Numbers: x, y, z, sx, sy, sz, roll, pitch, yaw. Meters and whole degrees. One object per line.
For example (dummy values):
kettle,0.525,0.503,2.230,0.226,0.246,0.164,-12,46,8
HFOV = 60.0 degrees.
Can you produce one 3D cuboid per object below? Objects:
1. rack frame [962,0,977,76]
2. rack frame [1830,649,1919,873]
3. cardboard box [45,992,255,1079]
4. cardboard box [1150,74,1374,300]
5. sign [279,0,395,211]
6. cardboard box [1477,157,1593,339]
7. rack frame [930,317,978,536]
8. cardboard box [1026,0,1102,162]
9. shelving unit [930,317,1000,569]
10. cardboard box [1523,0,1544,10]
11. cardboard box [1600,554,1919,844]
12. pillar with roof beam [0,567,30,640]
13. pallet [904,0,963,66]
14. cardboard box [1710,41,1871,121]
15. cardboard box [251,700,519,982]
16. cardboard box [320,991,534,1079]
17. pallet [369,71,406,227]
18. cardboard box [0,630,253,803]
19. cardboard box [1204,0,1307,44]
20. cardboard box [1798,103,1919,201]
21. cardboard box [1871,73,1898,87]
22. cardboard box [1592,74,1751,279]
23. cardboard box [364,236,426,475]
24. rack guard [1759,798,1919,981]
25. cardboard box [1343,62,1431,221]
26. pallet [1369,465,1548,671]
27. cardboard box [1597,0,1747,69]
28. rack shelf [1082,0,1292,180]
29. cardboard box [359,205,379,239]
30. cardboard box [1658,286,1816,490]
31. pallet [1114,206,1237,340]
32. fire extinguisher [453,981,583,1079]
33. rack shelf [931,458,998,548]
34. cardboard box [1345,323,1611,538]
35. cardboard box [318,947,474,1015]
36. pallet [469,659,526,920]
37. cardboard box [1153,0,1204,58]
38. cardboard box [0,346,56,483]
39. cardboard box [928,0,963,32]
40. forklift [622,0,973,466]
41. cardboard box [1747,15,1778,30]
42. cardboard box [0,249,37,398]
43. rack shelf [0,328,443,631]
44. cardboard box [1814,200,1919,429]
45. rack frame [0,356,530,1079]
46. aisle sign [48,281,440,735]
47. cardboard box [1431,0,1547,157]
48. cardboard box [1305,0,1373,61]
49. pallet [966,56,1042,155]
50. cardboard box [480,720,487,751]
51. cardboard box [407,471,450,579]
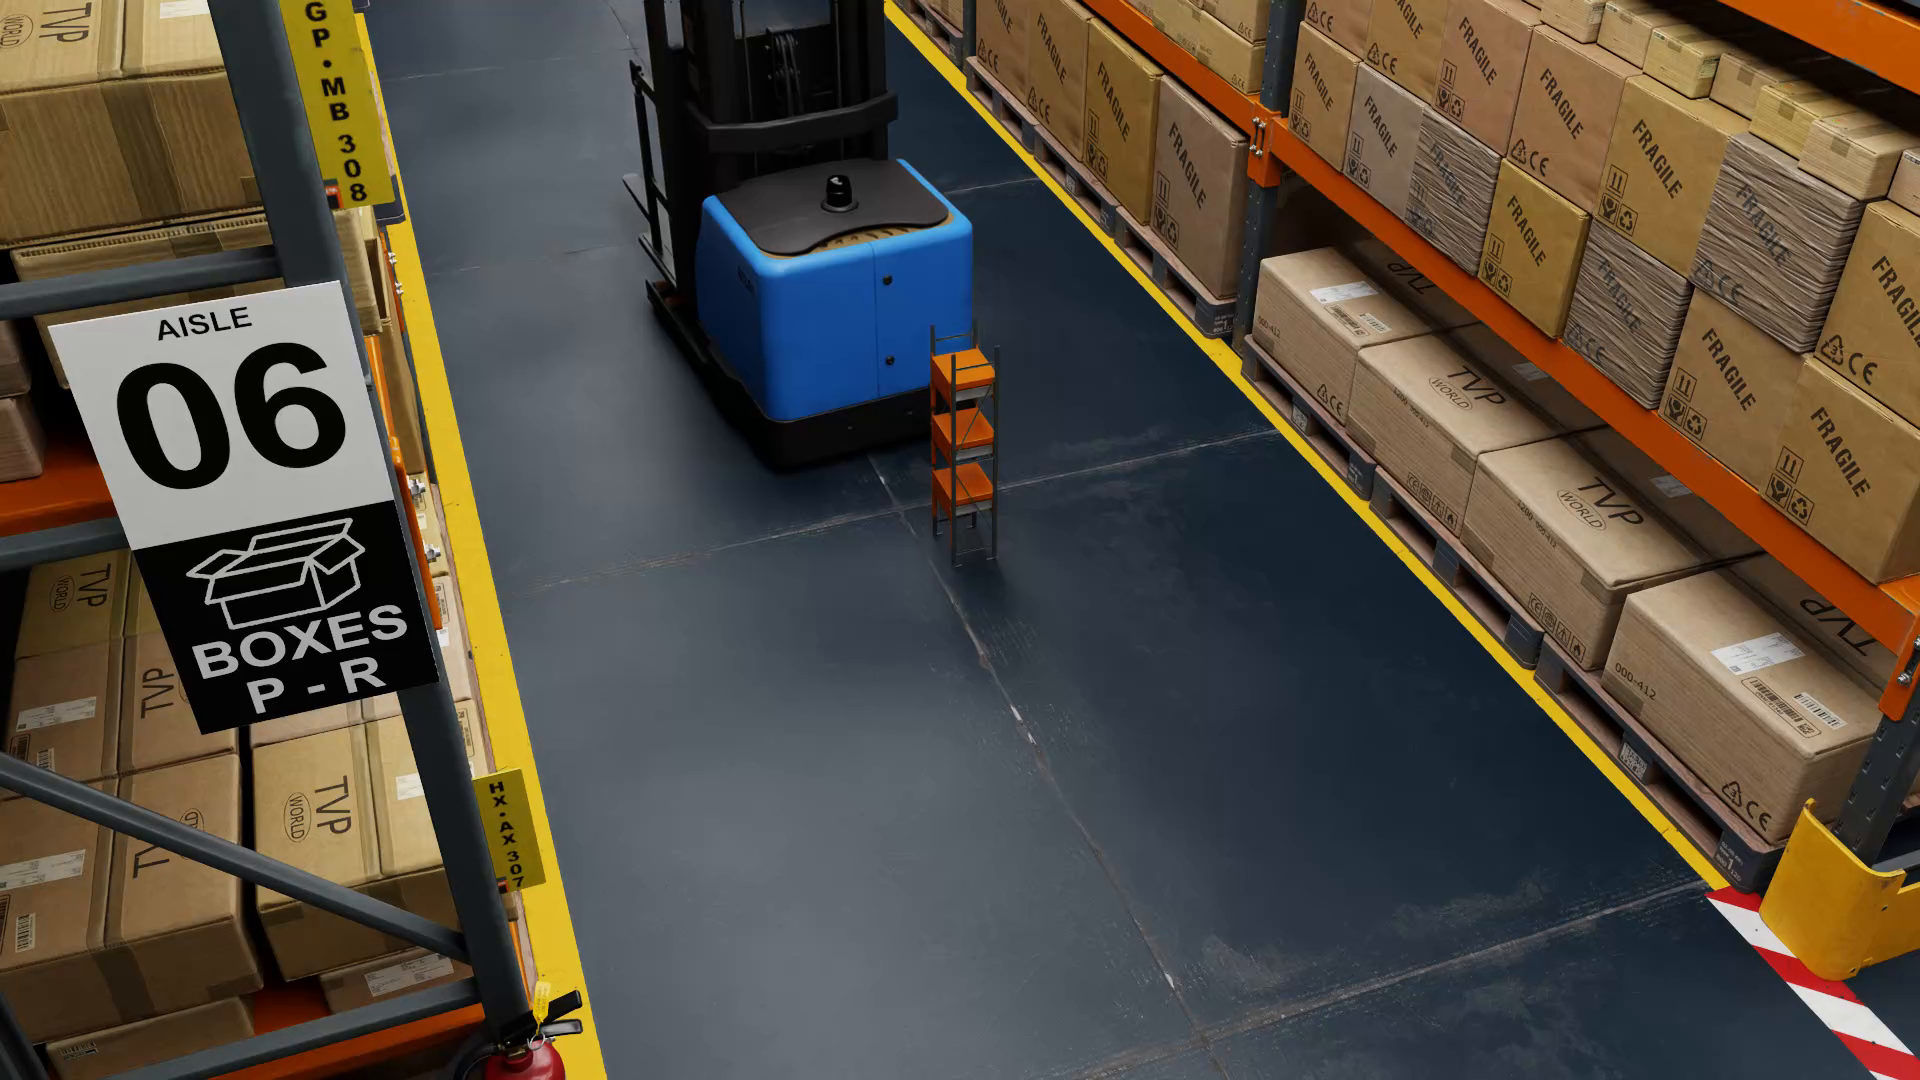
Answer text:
rack frame,0.509,-4.514,10.750,1.000,3.000,0.127,-12,39,-16
rack frame,3.261,0.005,4.750,1.000,3.000,0.127,-12,39,-16
cardboard box,-1.764,1.003,3.634,0.380,0.149,0.250,-13,39,-16
cardboard box,1.597,-1.907,8.706,0.875,0.875,0.875,-11,38,-15
sign,-0.888,-0.625,2.367,0.100,0.325,0.005,-12,39,-16
cardboard box,2.312,-1.117,6.157,0.500,0.500,0.500,-11,38,-15
rack frame,-0.024,-0.458,6.986,0.200,1.050,0.008,-12,39,-16
cardboard box,0.971,-2.921,10.052,0.875,0.875,0.875,-12,39,-15
shelving unit,0.018,-0.389,6.894,0.215,1.050,0.252,-12,39,-16
cardboard box,2.237,-2.010,5.972,0.380,0.149,0.250,-13,39,-16
cardboard box,2.940,0.508,5.862,0.875,0.438,0.875,-14,39,-17
pillar with roof beam,0.661,-3.933,4.992,9.100,9.000,0.400,-12,39,-16
pallet,0.241,-3.842,12.176,1.003,0.211,1.213,-12,39,-16
cardboard box,2.601,-1.435,5.208,0.380,0.149,0.250,-13,39,-16
cardboard box,-1.301,0.664,3.753,0.500,0.250,0.500,-12,39,-16
cardboard box,-1.519,1.499,4.493,0.797,0.503,0.637,-14,39,-18
pallet,-2.947,-1.622,7.070,1.003,0.211,1.213,-12,39,-16
cardboard box,-1.982,0.479,3.998,0.500,0.250,0.500,-12,39,-16
cardboard box,1.505,-2.593,7.909,0.500,0.250,0.500,-12,39,-16
cardboard box,2.672,-1.122,4.793,0.380,0.149,0.250,-13,39,-16
cardboard box,3.013,-1.538,5.345,0.380,0.149,0.250,-12,39,-16
cardboard box,2.497,-1.227,5.471,0.500,0.500,0.500,-13,39,-16
cardboard box,-1.817,-0.483,4.652,0.500,0.500,0.500,-11,38,-15
rack guard,3.270,1.017,5.484,1.175,0.500,0.348,-12,39,-16
cardboard box,1.970,-1.690,6.918,0.500,0.500,0.500,-12,39,-16
pallet,2.497,-0.005,7.081,1.003,0.211,1.213,-12,39,-16
cardboard box,2.387,-1.716,5.582,0.380,0.149,0.250,-11,38,-14
rack shelf,1.197,-3.097,9.467,1.077,0.370,4.000,-12,39,-16
cardboard box,-2.370,-1.047,6.024,0.500,0.250,0.500,-11,38,-15
cardboard box,2.688,-0.539,5.390,0.500,0.500,0.500,-13,39,-17
pallet,1.549,-1.561,9.147,1.003,0.211,1.213,-12,39,-16
fire extinguisher,-0.913,1.202,3.535,0.296,0.674,0.183,-12,39,-16
rack shelf,0.018,-0.159,7.068,0.215,0.259,0.240,-12,39,-16
cardboard box,2.309,-0.517,7.223,0.875,0.438,0.875,-14,39,-17
cardboard box,-1.253,0.893,3.781,0.380,0.149,0.250,-13,39,-16
pallet,-2.115,0.967,5.790,1.003,0.211,1.213,-12,39,-16
cardboard box,1.320,-2.684,8.445,0.500,0.250,0.500,-13,39,-17
cardboard box,-1.725,-0.196,2.733,0.380,0.149,0.250,-11,38,-15
cardboard box,0.323,-3.954,11.841,0.950,0.372,0.625,-15,40,-19
forklift,-1.015,-2.386,7.981,1.130,2.935,3.031,-16,40,-20
cardboard box,2.905,-1.836,5.741,0.380,0.149,0.250,-13,39,-17
cardboard box,-1.806,-0.417,2.695,0.500,0.250,0.500,-13,39,-17
rack shelf,-2.086,-1.006,4.197,1.077,0.370,4.000,-12,39,-16
cardboard box,2.872,-0.657,4.716,0.500,0.500,0.500,-11,38,-14
rack frame,-1.398,1.035,3.383,1.000,3.000,0.127,-12,39,-16
aisle sign,-1.099,-0.026,2.631,0.394,0.787,0.004,-12,39,-16
cardboard box,2.155,-1.797,6.228,0.500,0.500,0.500,-12,39,-15
cardboard box,1.821,-2.375,6.996,0.500,0.500,0.500,-12,39,-16
pallet,0.709,-2.940,10.977,1.003,0.211,1.213,-12,39,-16
cardboard box,-1.865,0.690,5.569,0.500,0.500,0.500,-12,39,-15
cardboard box,-1.652,0.093,4.510,0.500,0.250,0.500,-13,39,-17
